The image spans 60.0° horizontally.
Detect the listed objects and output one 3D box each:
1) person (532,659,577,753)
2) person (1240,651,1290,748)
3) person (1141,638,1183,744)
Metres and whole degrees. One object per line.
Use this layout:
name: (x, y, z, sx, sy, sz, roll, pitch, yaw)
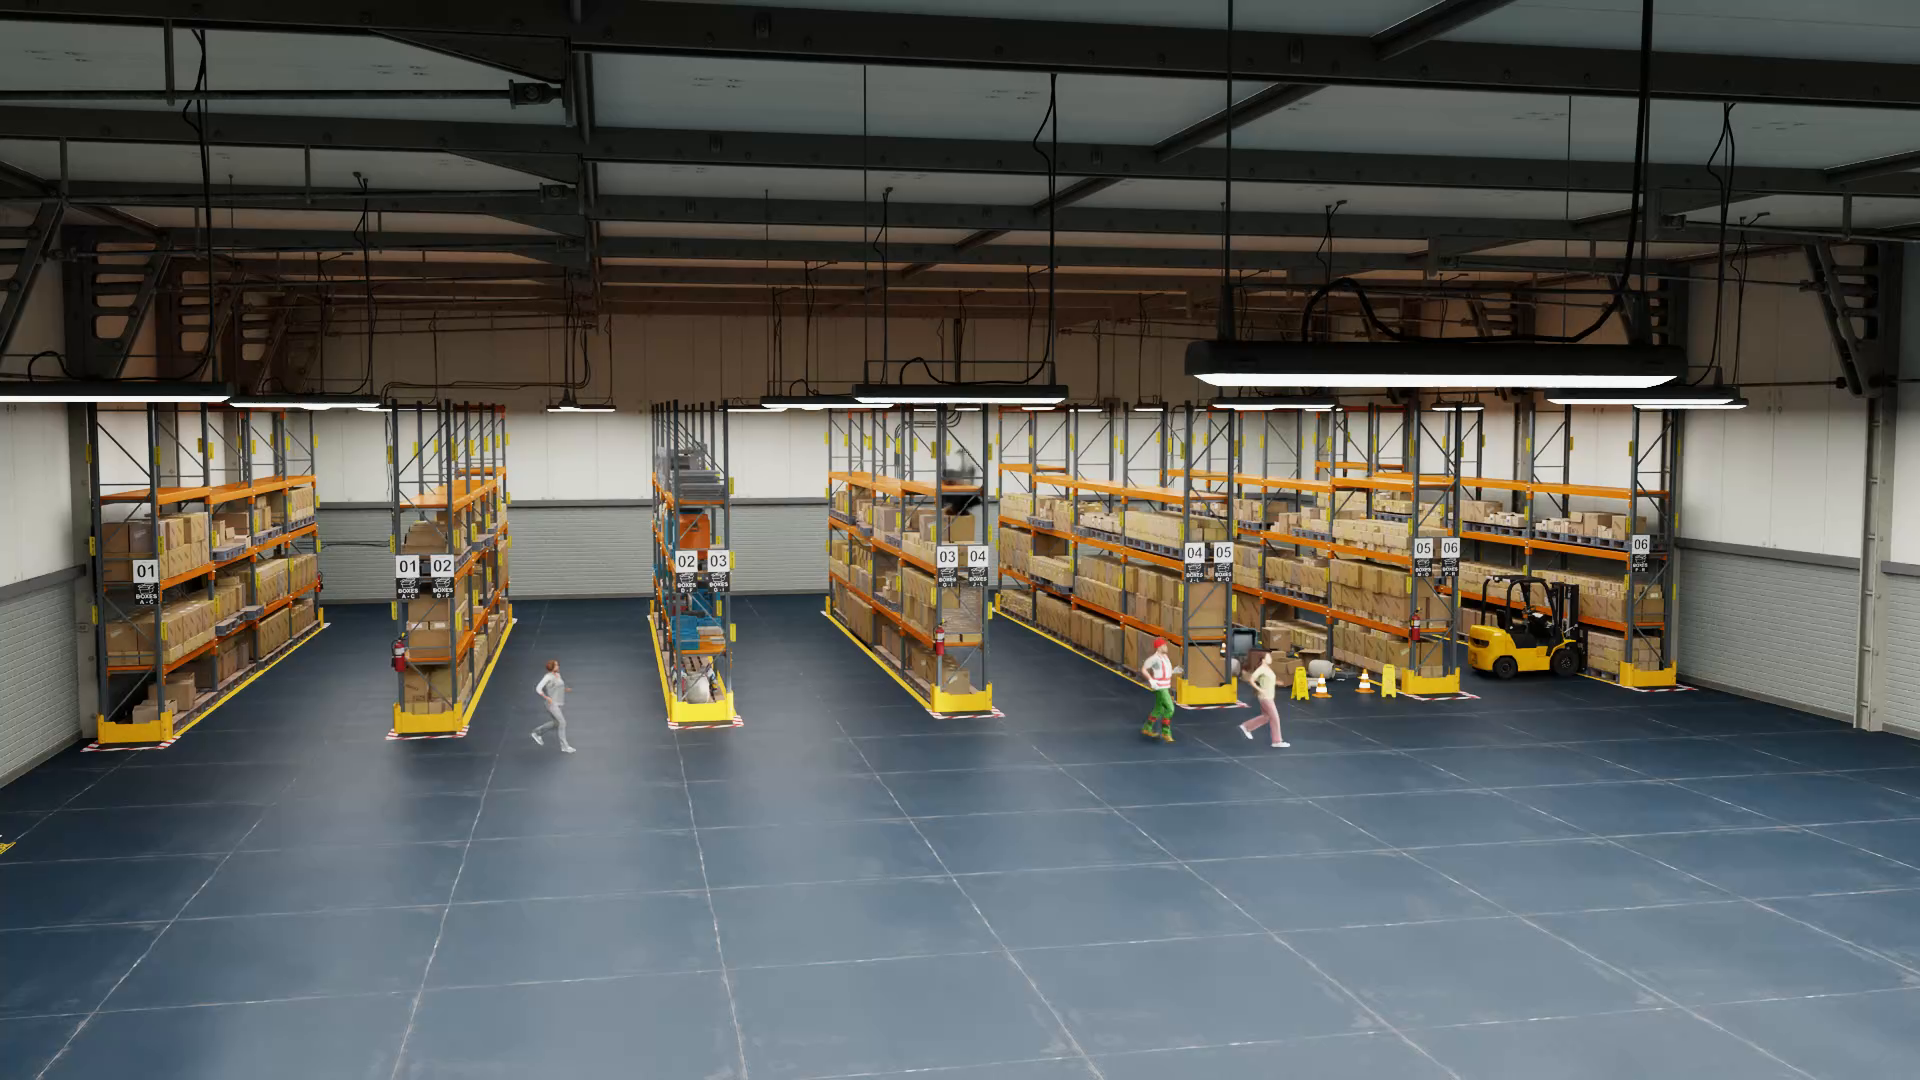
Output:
person: (-6.897, 2.802, 28.161, 0.858, 1.570, 0.545, 1, 4, 12)
person: (5.253, 2.728, 28.671, 0.911, 1.645, 0.587, 2, 5, 27)
person: (3.527, 2.637, 29.141, 0.734, 1.844, 0.633, 2, 5, 25)
